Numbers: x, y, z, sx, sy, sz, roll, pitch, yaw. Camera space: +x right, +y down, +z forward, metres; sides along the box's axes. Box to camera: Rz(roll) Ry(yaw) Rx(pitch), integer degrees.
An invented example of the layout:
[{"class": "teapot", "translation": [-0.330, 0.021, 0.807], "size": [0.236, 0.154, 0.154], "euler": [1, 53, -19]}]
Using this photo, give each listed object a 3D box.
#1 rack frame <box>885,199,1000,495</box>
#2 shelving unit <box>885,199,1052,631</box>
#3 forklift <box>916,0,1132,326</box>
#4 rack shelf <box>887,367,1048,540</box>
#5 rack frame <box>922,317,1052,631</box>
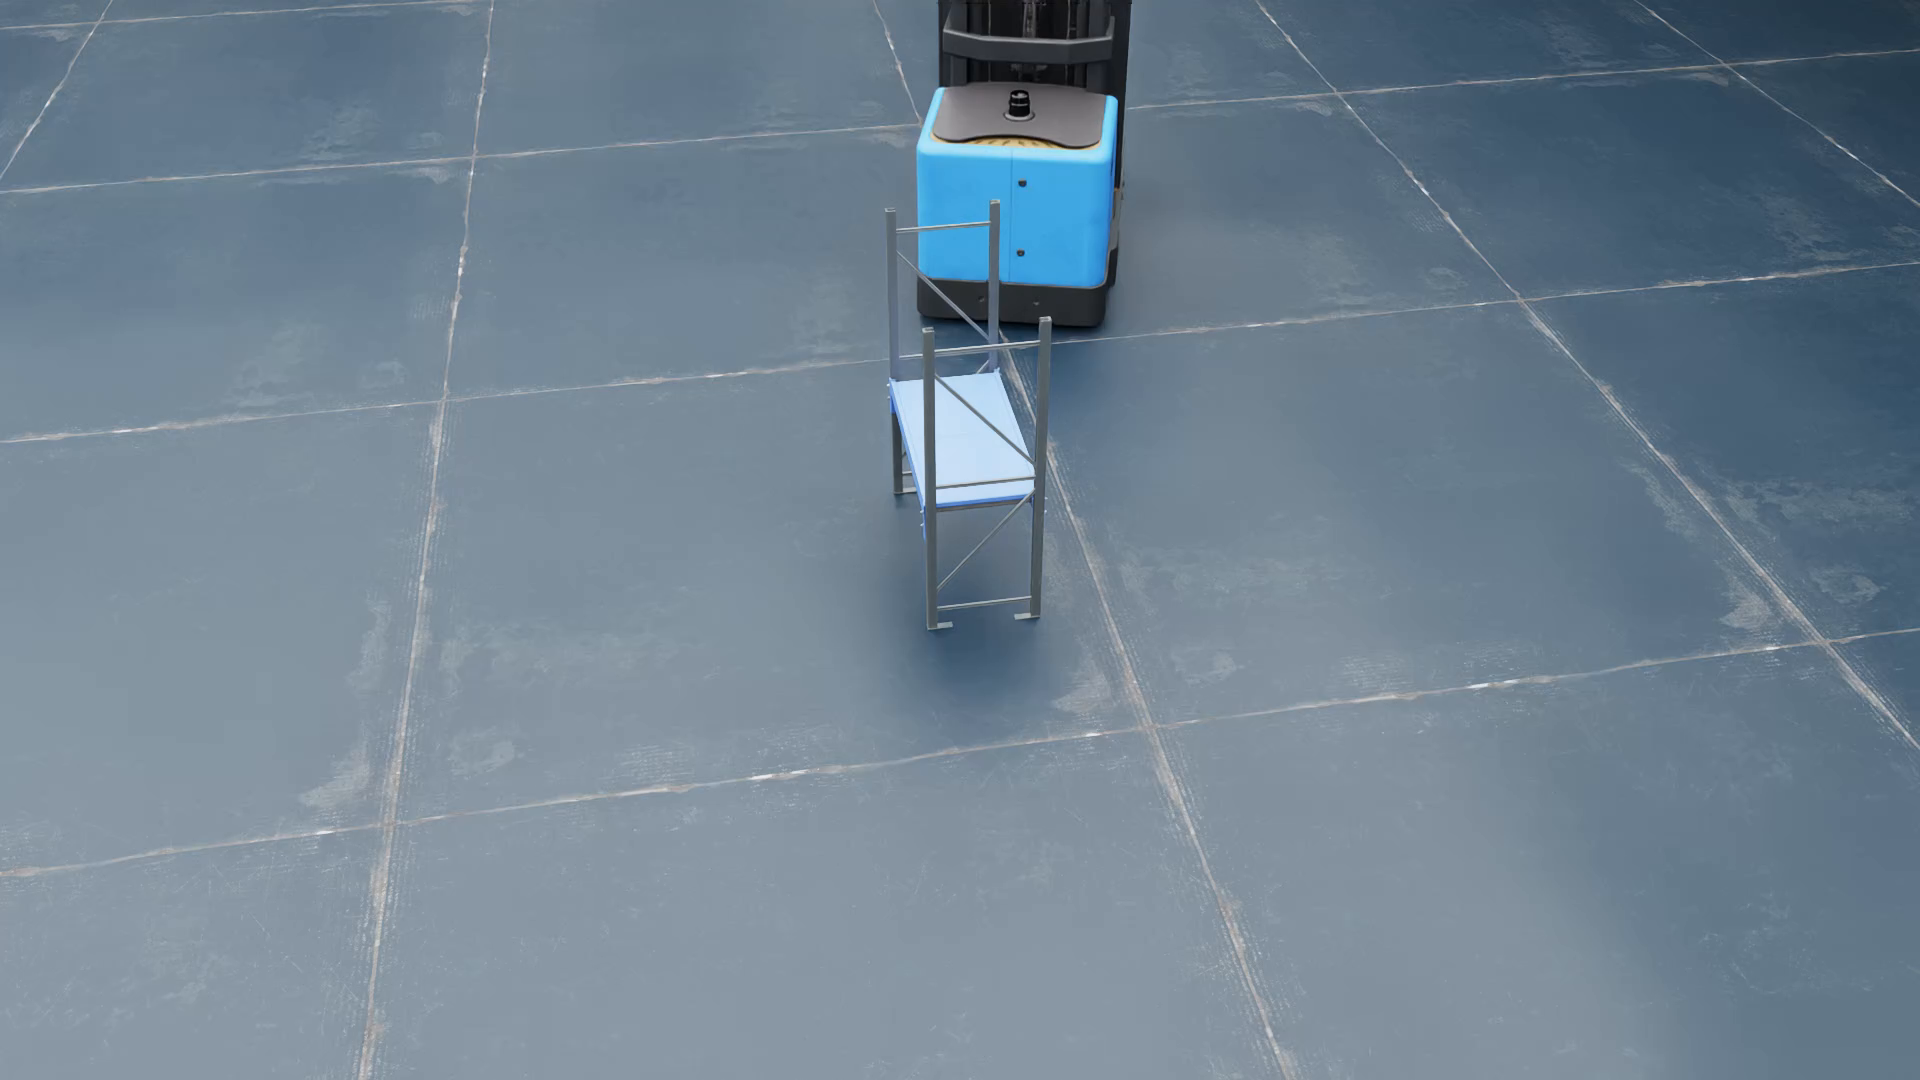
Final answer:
[{"class": "rack frame", "translation": [-0.074, -0.848, 7.619], "size": [0.500, 1.500, 0.032], "euler": [-6, 38, -8]}, {"class": "shelving unit", "translation": [0.015, -0.541, 7.224], "size": [0.538, 1.500, 1.048], "euler": [-6, 38, -8]}, {"class": "forklift", "translation": [0.451, -3.228, 9.516], "size": [1.130, 2.935, 3.031], "euler": [4, 38, 6]}, {"class": "rack shelf", "translation": [0.015, -0.399, 7.334], "size": [0.538, 0.185, 1.000], "euler": [-6, 38, -8]}, {"class": "rack frame", "translation": [0.104, -0.234, 6.828], "size": [0.500, 1.500, 0.032], "euler": [-6, 38, -8]}]
